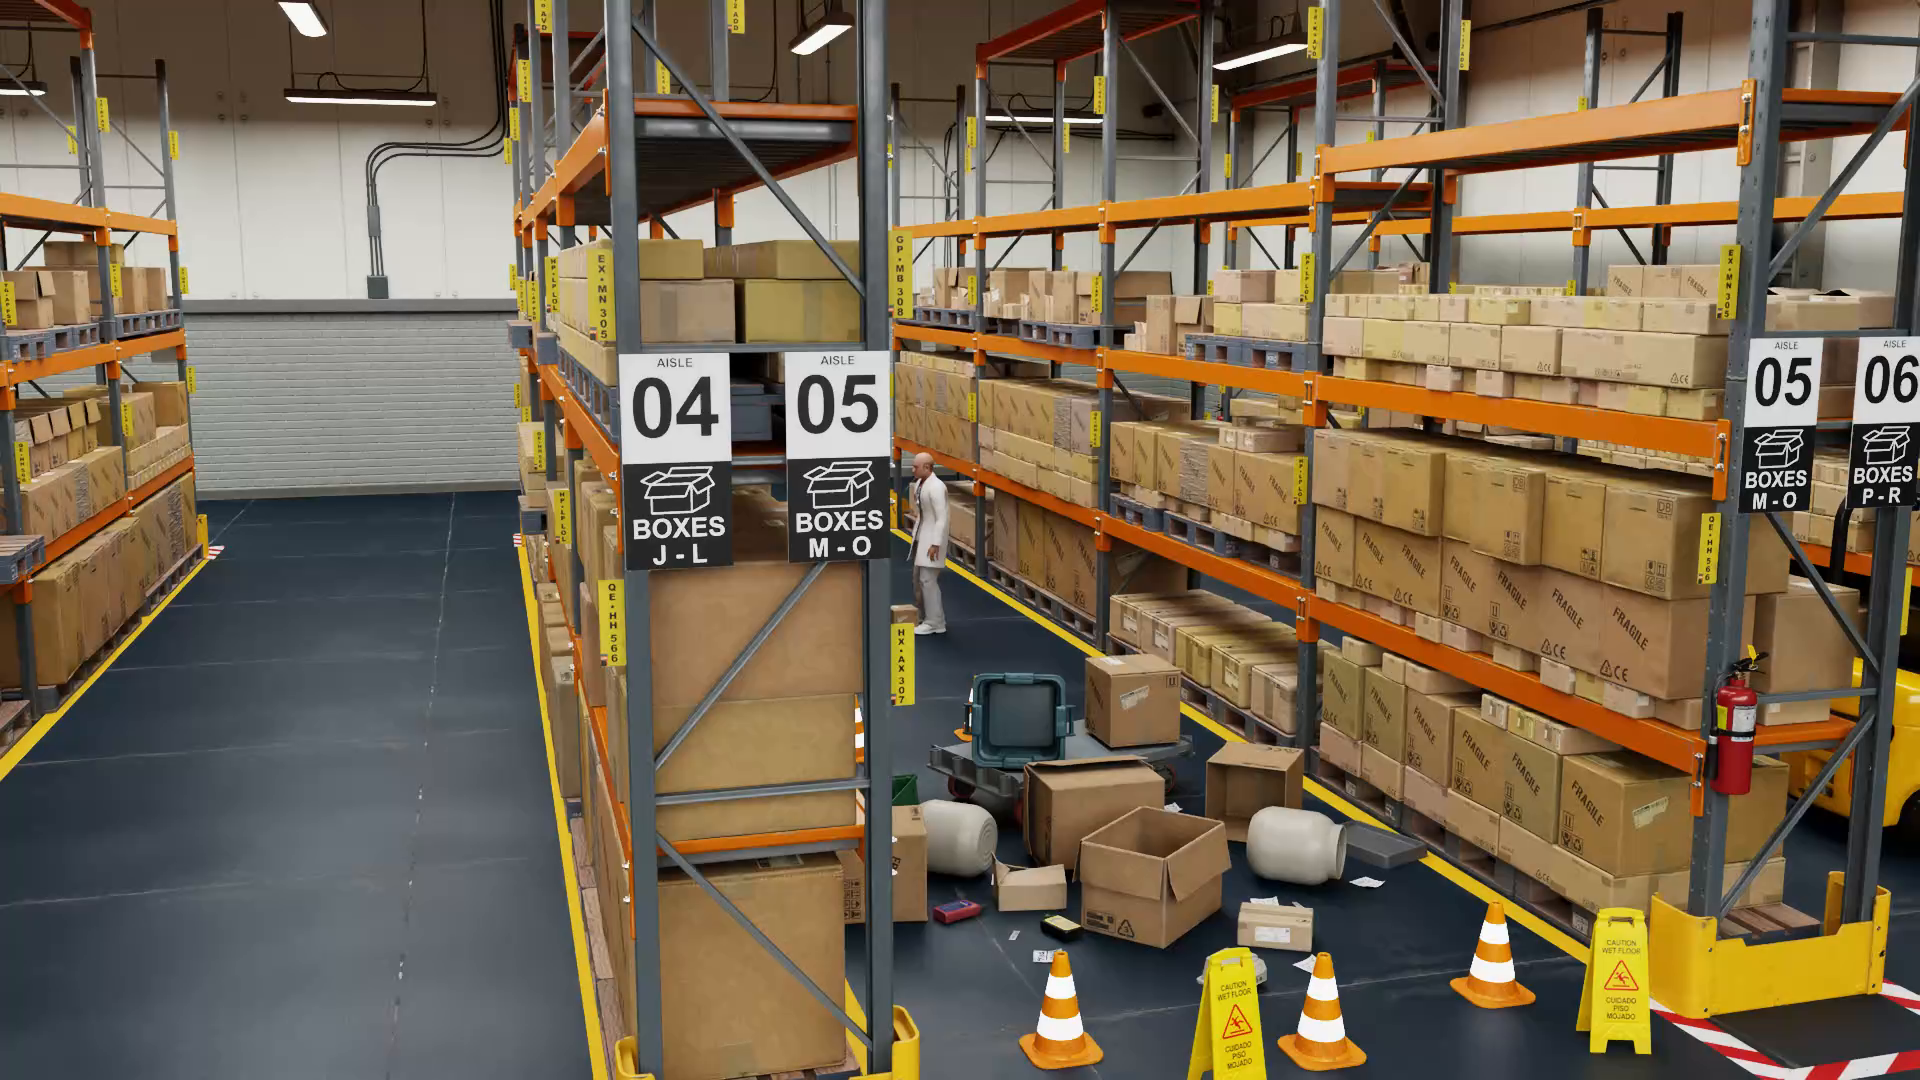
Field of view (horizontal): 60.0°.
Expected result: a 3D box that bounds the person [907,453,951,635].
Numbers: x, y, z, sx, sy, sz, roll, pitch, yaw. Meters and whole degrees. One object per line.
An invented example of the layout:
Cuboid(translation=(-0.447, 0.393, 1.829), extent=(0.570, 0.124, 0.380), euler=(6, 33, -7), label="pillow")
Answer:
Cuboid(translation=(-0.318, 0.039, 16.276), extent=(0.429, 1.741, 0.649), euler=(-3, 10, -20), label="person")
